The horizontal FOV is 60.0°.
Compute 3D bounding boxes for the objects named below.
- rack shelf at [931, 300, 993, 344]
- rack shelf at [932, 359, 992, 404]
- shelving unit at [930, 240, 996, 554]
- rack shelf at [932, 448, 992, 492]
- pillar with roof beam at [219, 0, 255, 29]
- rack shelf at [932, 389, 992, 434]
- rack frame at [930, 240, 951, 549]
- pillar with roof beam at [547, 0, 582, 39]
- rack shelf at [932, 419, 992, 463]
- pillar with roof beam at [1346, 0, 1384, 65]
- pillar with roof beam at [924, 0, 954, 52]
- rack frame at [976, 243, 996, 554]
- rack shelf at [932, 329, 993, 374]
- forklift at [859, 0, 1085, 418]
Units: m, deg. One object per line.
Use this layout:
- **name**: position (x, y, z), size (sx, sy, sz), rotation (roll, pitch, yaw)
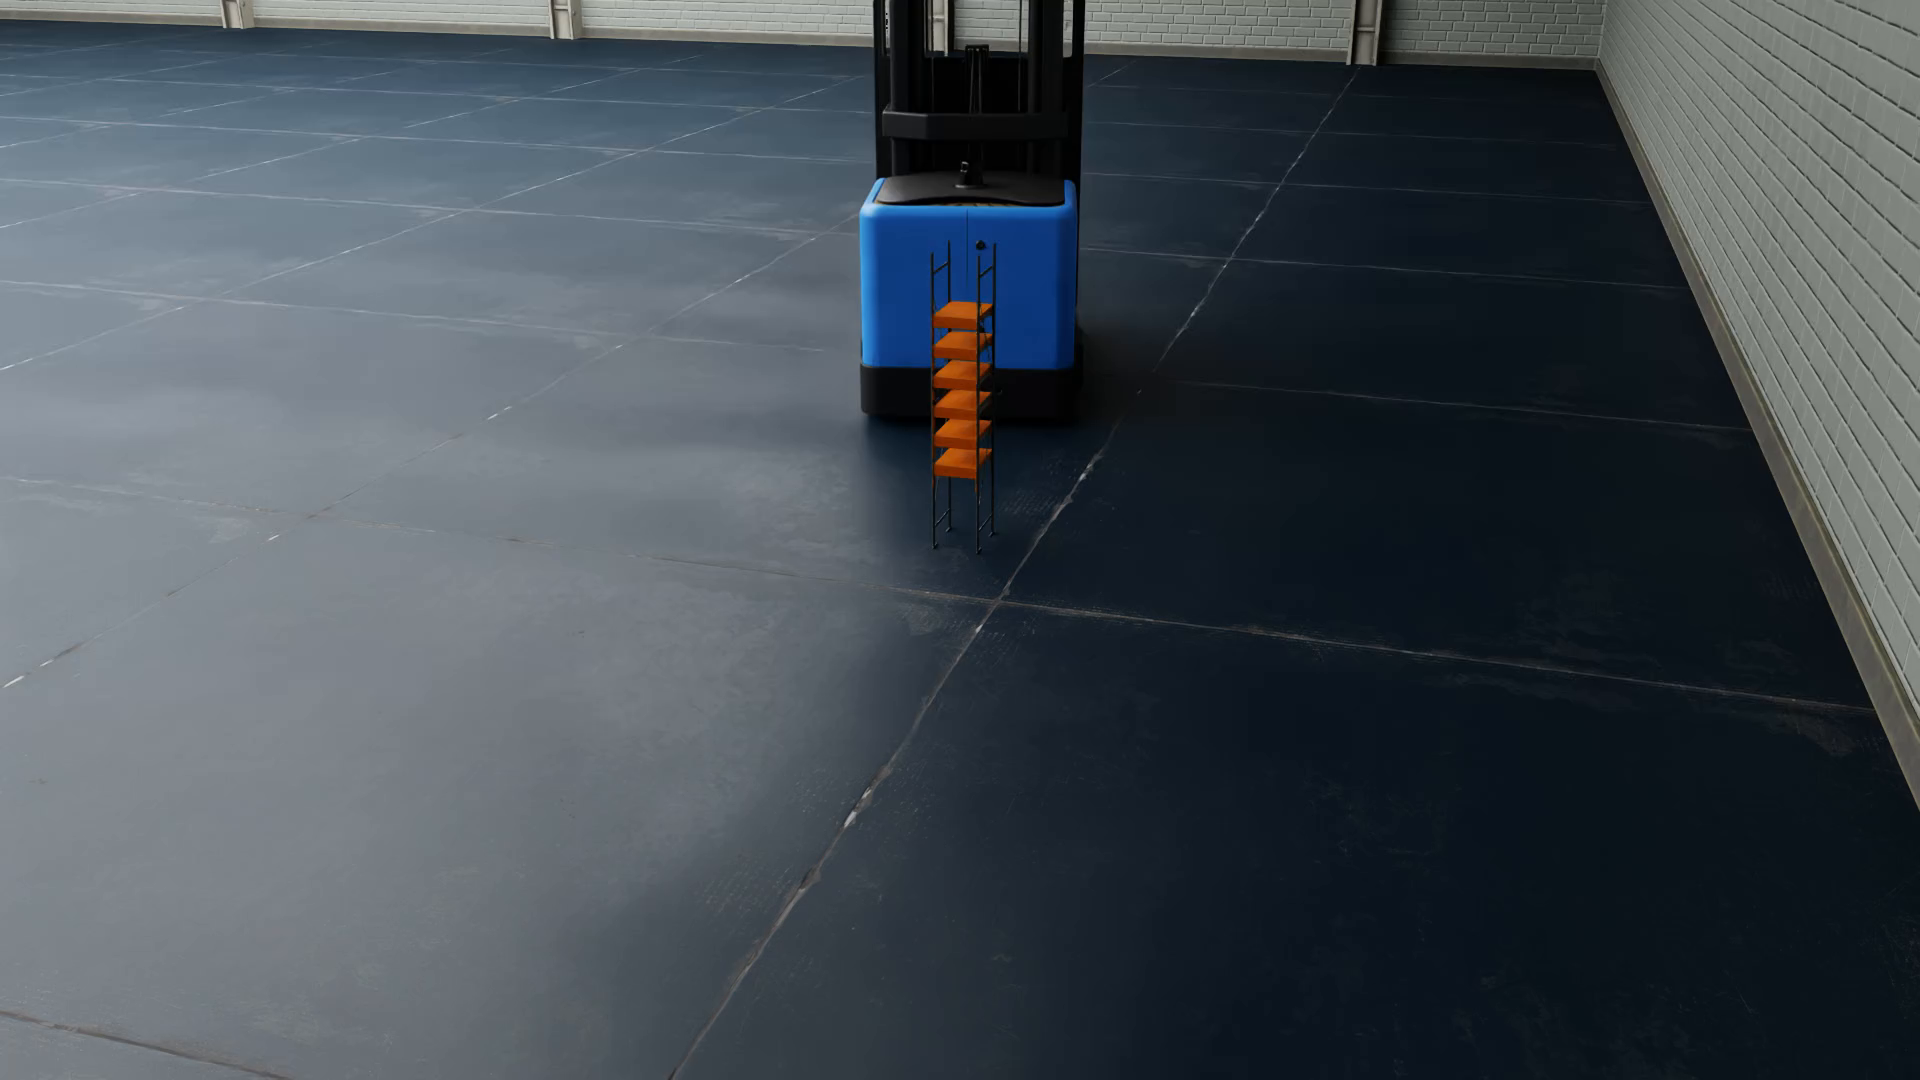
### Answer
- **rack shelf**: position (0.014, -0.845, 6.419), size (0.180, 0.103, 0.258), rotation (7, 23, 16)
- **rack shelf**: position (0.014, -0.623, 6.510), size (0.180, 0.103, 0.258), rotation (7, 23, 16)
- **shelving unit**: position (0.014, -0.554, 6.538), size (0.189, 1.200, 0.258), rotation (7, 23, 16)
- **rack shelf**: position (0.014, -0.290, 6.646), size (0.180, 0.103, 0.258), rotation (7, 23, 16)
- **pillar with roof beam**: position (-13.047, -10.999, 21.727), size (0.400, 9.000, 9.100), rotation (7, 23, 16)
- **rack shelf**: position (0.014, -0.512, 6.555), size (0.180, 0.103, 0.258), rotation (7, 23, 16)
- **rack frame**: position (-0.074, -0.564, 6.563), size (0.006, 1.200, 0.240), rotation (7, 23, 16)
- **pillar with roof beam**: position (-7.303, -10.341, 20.123), size (0.400, 9.000, 9.100), rotation (7, 23, 16)
- **rack shelf**: position (0.014, -0.401, 6.601), size (0.180, 0.103, 0.258), rotation (7, 23, 16)
- **pillar with roof beam**: position (4.186, -9.026, 16.916), size (0.400, 9.000, 9.100), rotation (7, 23, 16)
- **pillar with roof beam**: position (-1.559, -9.683, 18.520), size (0.400, 9.000, 9.100), rotation (7, 23, 16)
- **rack frame**: position (0.101, -0.543, 6.514), size (0.006, 1.200, 0.240), rotation (7, 23, 16)
- **rack shelf**: position (0.014, -0.734, 6.464), size (0.180, 0.103, 0.258), rotation (7, 23, 16)
- **forklift**: position (0.111, -2.458, 8.900), size (1.130, 2.935, 3.031), rotation (1, 22, 3)
